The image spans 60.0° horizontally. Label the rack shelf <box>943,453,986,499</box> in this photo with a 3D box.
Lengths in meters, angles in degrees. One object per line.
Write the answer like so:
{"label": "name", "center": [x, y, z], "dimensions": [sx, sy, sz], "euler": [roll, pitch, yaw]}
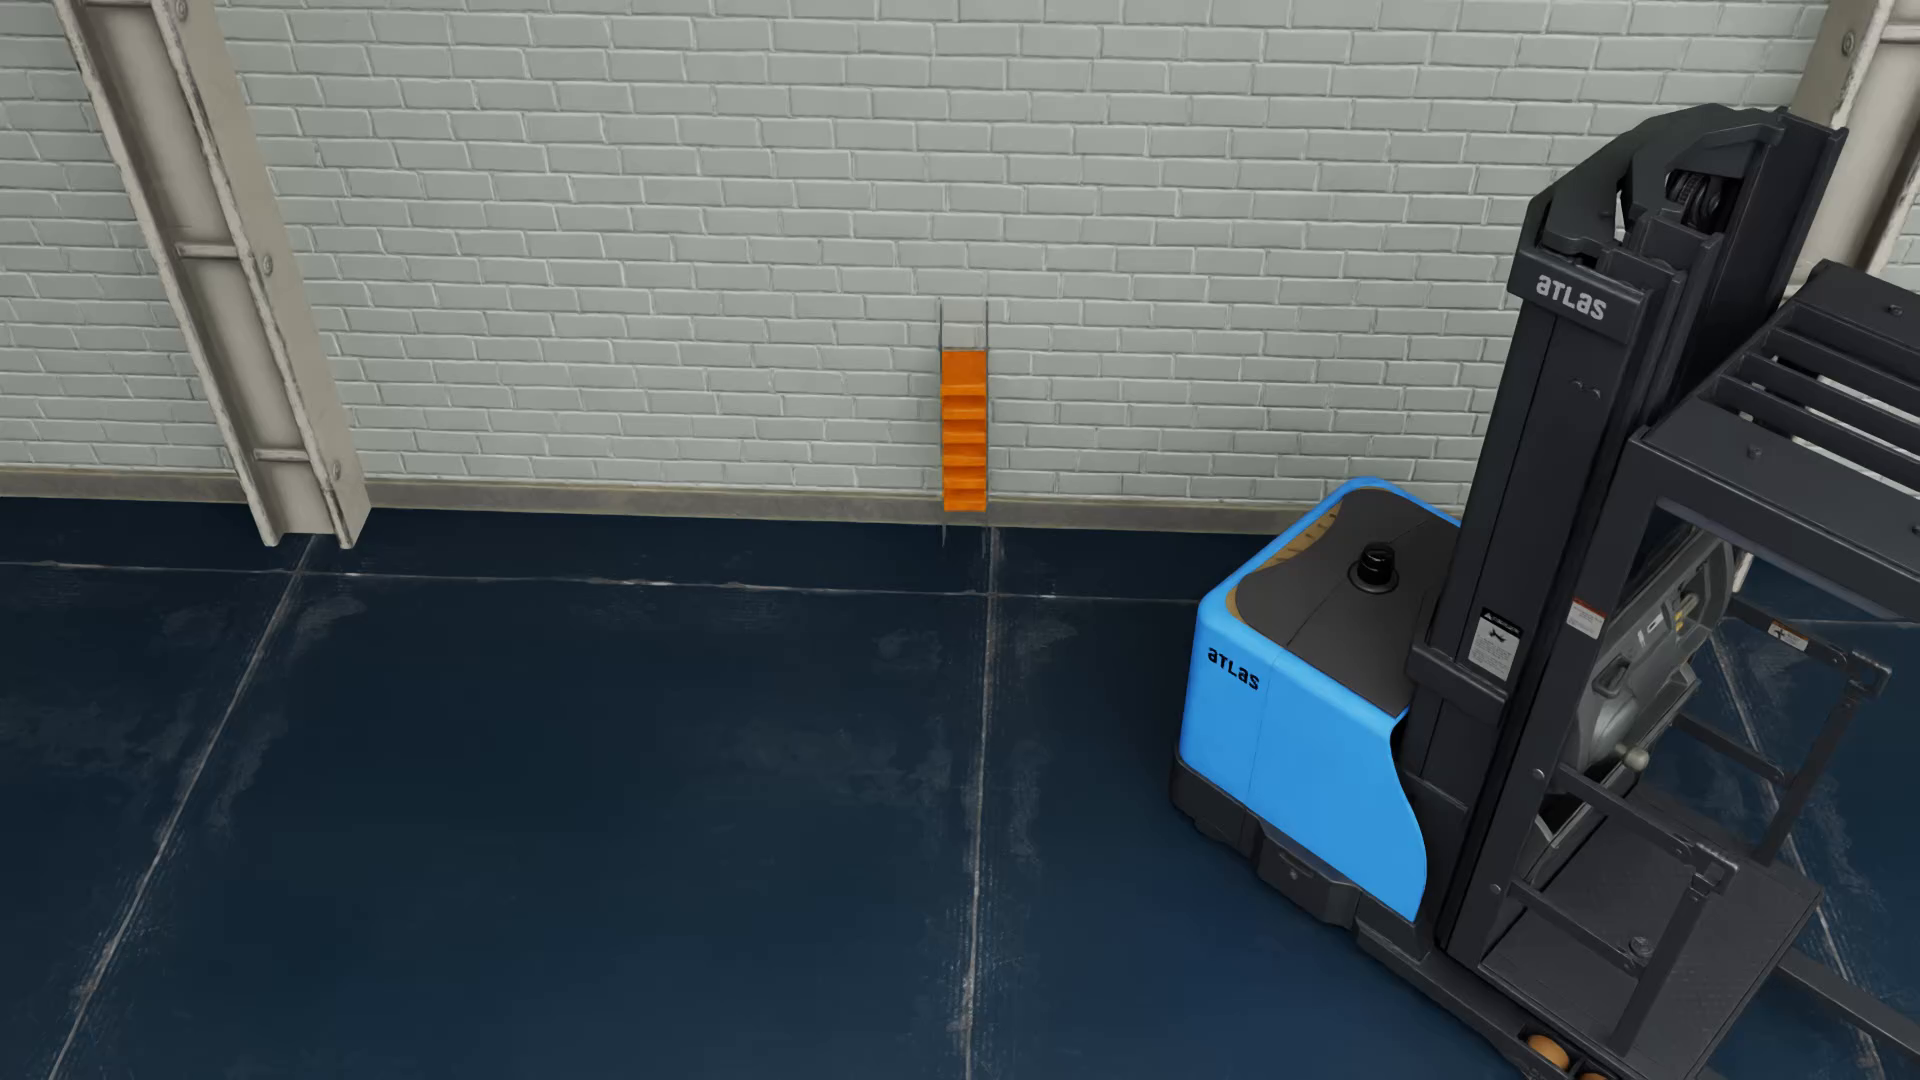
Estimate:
{"label": "rack shelf", "center": [0.020, -0.293, 7.004], "dimensions": [0.180, 0.103, 0.258], "euler": [0, 41, 1]}

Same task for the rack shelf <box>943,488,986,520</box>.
{"label": "rack shelf", "center": [0.021, -0.203, 7.083], "dimensions": [0.180, 0.103, 0.258], "euler": [0, 41, 1]}

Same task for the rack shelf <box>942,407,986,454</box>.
{"label": "rack shelf", "center": [0.018, -0.473, 6.846], "dimensions": [0.180, 0.103, 0.258], "euler": [0, 41, 1]}

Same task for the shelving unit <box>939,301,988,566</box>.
{"label": "shelving unit", "center": [0.018, -0.417, 6.896], "dimensions": [0.189, 1.200, 0.258], "euler": [0, 41, 1]}

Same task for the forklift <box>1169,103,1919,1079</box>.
{"label": "forklift", "center": [2.183, 0.394, 4.763], "dimensions": [3.031, 2.935, 1.130], "euler": [34, 53, 31]}

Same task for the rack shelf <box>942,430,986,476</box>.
{"label": "rack shelf", "center": [0.019, -0.383, 6.925], "dimensions": [0.180, 0.103, 0.258], "euler": [0, 41, 1]}

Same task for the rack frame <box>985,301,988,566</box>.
{"label": "rack frame", "center": [0.110, -0.417, 6.895], "dimensions": [0.006, 1.200, 0.240], "euler": [0, 41, 1]}

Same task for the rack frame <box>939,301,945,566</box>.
{"label": "rack frame", "center": [-0.073, -0.416, 6.896], "dimensions": [0.006, 1.200, 0.240], "euler": [0, 41, 1]}

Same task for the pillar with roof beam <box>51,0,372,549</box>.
{"label": "pillar with roof beam", "center": [-3.050, -0.435, 1.200], "dimensions": [0.400, 9.000, 9.100], "euler": [2, 43, 2]}

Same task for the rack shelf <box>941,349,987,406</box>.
{"label": "rack shelf", "center": [0.016, -0.654, 6.687], "dimensions": [0.180, 0.103, 0.258], "euler": [0, 41, 1]}

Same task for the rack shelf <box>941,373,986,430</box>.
{"label": "rack shelf", "center": [0.017, -0.563, 6.766], "dimensions": [0.180, 0.103, 0.258], "euler": [0, 41, 1]}

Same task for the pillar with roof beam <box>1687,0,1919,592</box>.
{"label": "pillar with roof beam", "center": [2.944, -0.250, 1.002], "dimensions": [0.400, 9.000, 9.100], "euler": [2, 43, 2]}
